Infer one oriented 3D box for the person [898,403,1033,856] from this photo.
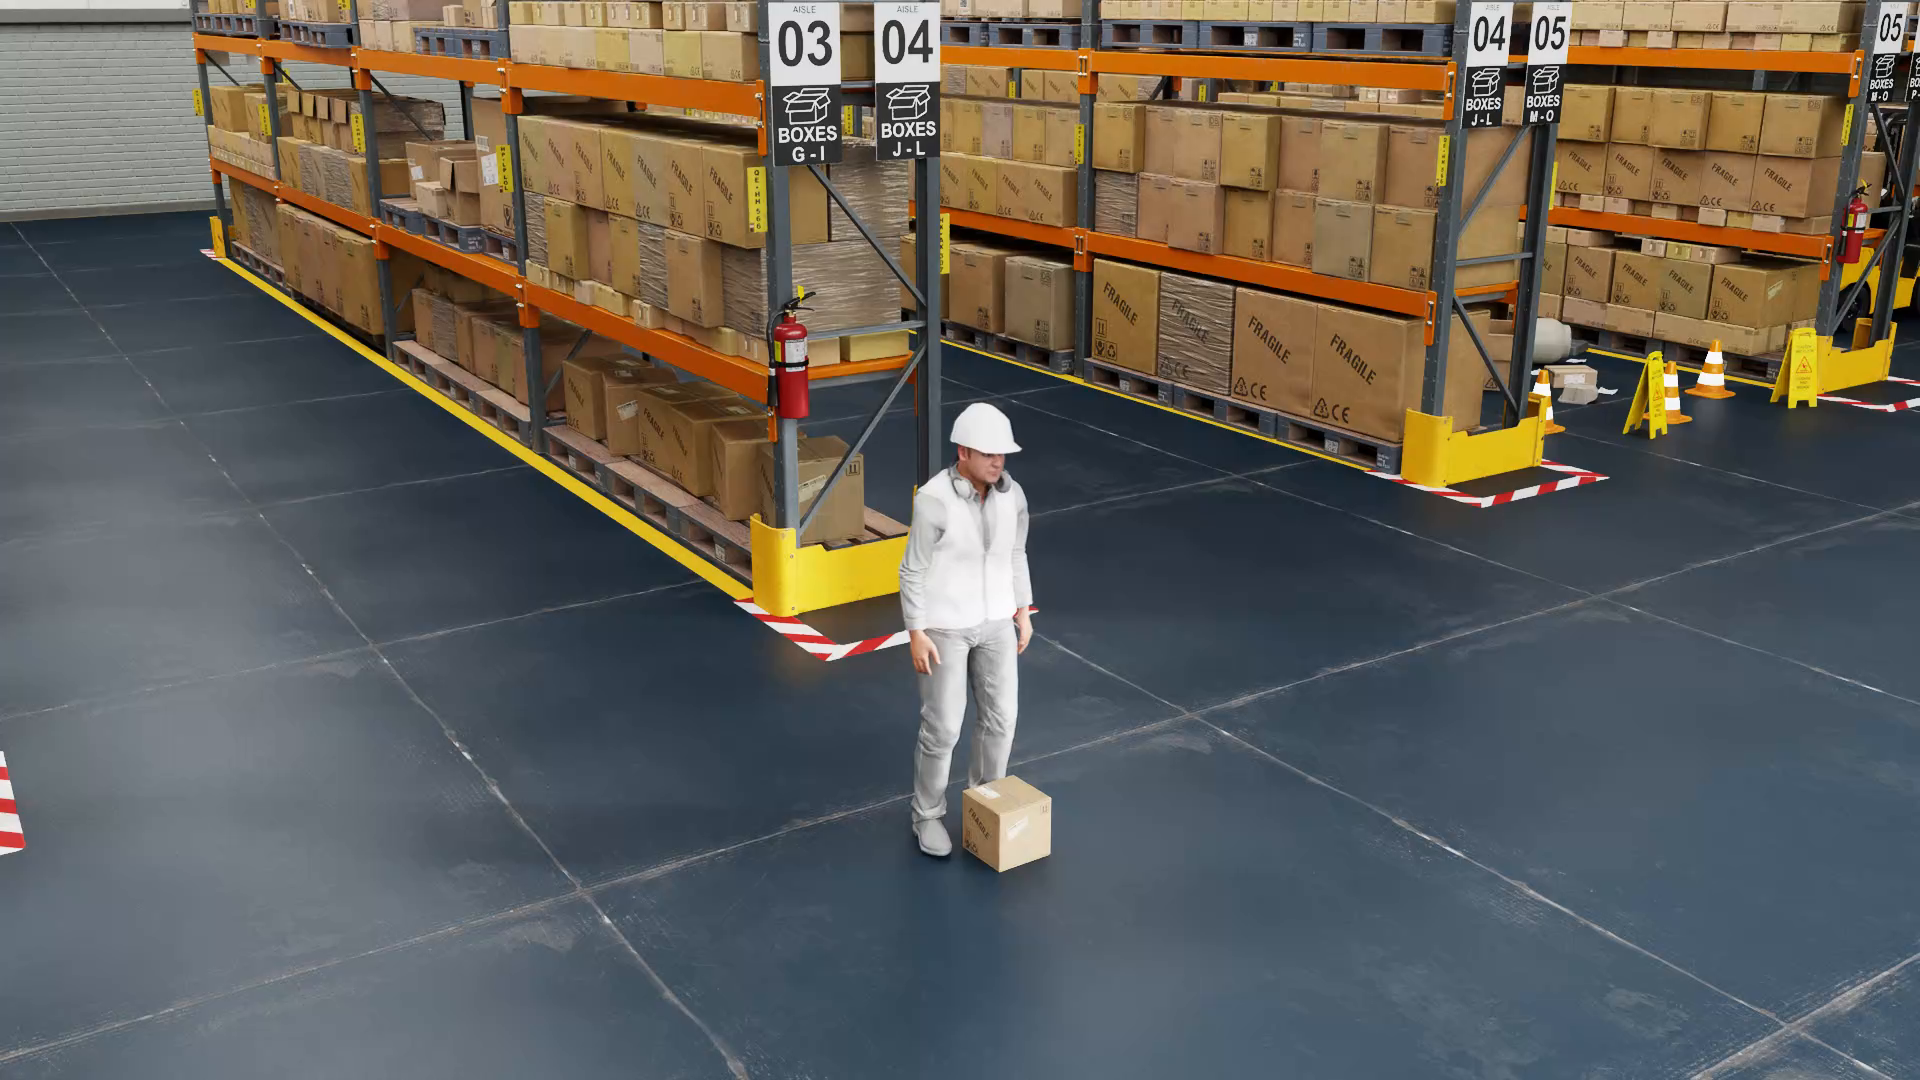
[{"bbox_3d":[0.036,0.325,6.506,0.581,1.771,0.465,-12,21,-32],"label":"person"}]
